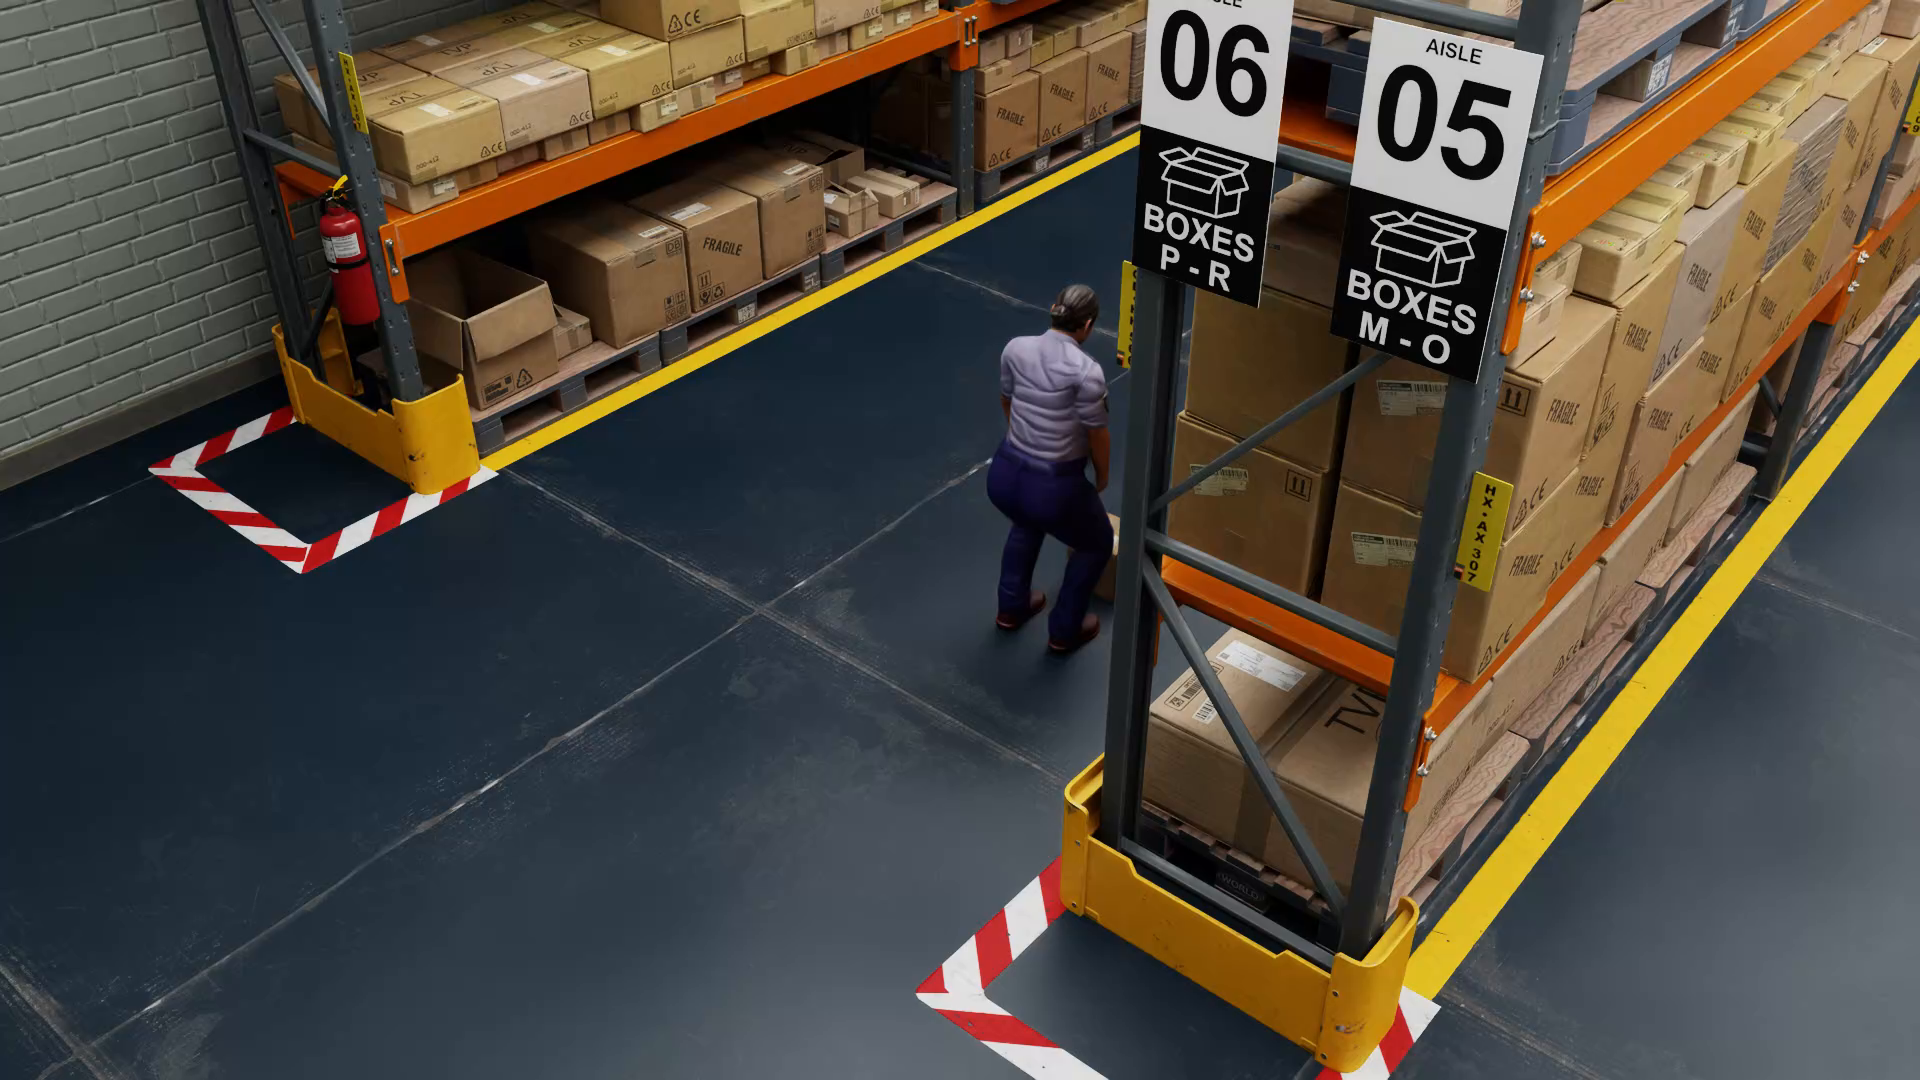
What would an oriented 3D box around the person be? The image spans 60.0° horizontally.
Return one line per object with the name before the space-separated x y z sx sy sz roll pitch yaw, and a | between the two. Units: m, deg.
person | 0.343 -0.265 6.649 0.519 1.528 0.507 27 43 32
